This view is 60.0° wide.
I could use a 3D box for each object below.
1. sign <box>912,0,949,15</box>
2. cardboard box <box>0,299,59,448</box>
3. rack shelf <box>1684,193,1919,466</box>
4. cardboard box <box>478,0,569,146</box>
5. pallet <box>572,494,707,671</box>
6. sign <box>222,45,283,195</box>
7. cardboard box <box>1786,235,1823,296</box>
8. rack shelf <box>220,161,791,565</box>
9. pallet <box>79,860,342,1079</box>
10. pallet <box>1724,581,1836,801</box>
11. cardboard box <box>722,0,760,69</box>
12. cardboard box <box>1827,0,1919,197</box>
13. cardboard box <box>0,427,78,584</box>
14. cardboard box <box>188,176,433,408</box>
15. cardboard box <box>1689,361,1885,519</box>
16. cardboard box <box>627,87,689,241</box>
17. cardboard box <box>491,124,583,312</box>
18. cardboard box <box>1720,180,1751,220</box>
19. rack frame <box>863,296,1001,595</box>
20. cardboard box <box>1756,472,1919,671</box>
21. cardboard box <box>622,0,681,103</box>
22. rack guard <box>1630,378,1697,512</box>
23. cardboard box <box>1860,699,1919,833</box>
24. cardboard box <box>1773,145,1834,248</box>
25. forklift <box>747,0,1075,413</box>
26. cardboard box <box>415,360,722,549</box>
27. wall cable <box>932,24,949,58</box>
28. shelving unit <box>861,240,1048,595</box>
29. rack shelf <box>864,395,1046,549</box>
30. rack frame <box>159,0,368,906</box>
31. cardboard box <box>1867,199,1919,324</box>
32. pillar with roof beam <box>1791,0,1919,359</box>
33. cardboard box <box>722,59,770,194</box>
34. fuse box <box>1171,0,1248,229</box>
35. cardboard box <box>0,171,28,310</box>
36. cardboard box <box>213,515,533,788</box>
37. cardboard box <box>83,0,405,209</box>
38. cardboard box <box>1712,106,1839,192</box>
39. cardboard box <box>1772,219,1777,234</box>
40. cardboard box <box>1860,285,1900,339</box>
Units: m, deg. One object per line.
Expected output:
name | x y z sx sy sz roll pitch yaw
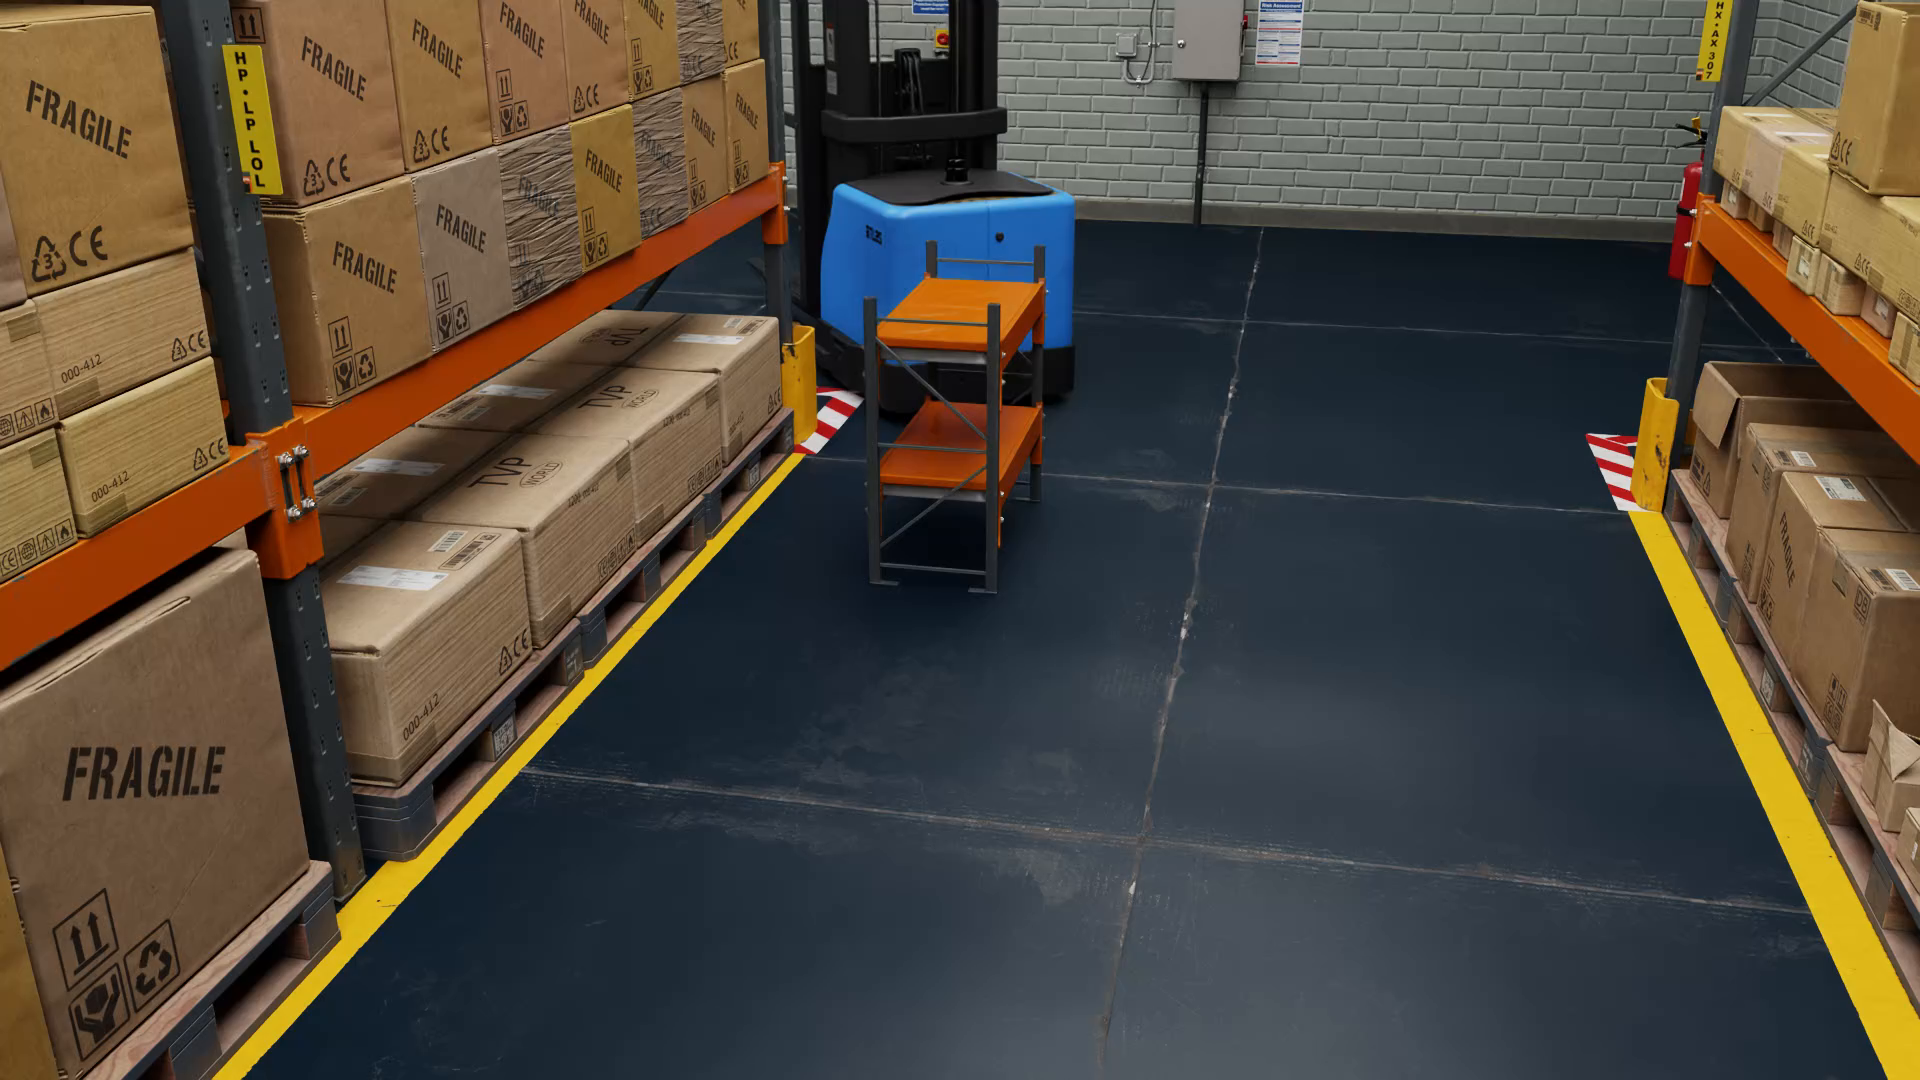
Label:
sign | -0.212 -4.155 12.794 0.327 0.218 0.001 4 22 11
cardboard box | -2.068 -0.276 3.055 0.500 0.250 0.500 5 22 12
rack shelf | 3.147 -0.498 5.037 1.077 0.370 4.000 4 22 11
cardboard box | -1.562 -1.513 5.124 0.500 0.500 0.500 5 22 12
pallet | -1.642 0.097 6.330 1.003 0.211 1.213 4 22 11
sign | -1.588 -0.939 3.727 0.100 0.325 0.005 4 22 11
cardboard box | 2.908 -0.880 5.359 0.380 0.149 0.250 4 22 9
rack shelf | -1.713 -0.875 5.973 1.077 0.370 4.000 4 22 11
pallet | -2.205 1.105 3.828 1.003 0.211 1.213 4 22 11
pallet | 3.127 0.495 5.342 1.003 0.211 1.213 4 22 11
cardboard box | -1.170 -2.255 6.966 0.500 0.500 0.500 5 23 13
cardboard box | 2.893 -1.285 4.828 0.500 0.500 0.500 5 22 12
cardboard box | -2.071 -0.038 3.133 0.500 0.250 0.500 4 22 10
cardboard box | -1.769 -0.675 4.380 0.500 0.500 0.500 5 23 13
cardboard box | 3.338 -0.383 6.569 0.797 0.503 0.637 4 22 9
cardboard box | -1.357 -1.418 6.226 0.500 0.500 0.500 5 22 12
cardboard box | -1.554 -1.040 5.287 0.500 0.500 0.500 5 22 11
cardboard box | 3.220 -1.347 6.519 0.380 0.149 0.250 4 22 11
rack frame | -0.102 -0.338 6.188 0.500 1.125 0.032 4 22 11
cardboard box | 2.919 0.114 5.340 0.500 0.500 0.500 5 22 12
cardboard box | -1.352 -1.881 6.038 0.500 0.500 0.500 4 22 11
rack guard | 3.540 -0.375 7.117 1.175 0.500 0.348 4 22 11
cardboard box | 2.638 0.617 4.404 0.396 0.266 0.258 5 23 13
cardboard box | 2.996 -1.116 5.411 0.500 0.250 0.500 4 22 10
forklift | -0.465 -2.503 9.146 1.130 2.935 3.031 -9 24 -22
cardboard box | -1.520 -0.362 6.604 0.875 0.438 0.875 5 22 12
wall cable | -0.177 -4.490 12.584 0.585 1.953 0.123 4 22 11
shelving unit | 0.001 -0.524 6.650 0.538 1.125 1.048 4 22 11
rack shelf | 0.001 -0.297 6.741 0.538 0.278 1.000 4 22 11
rack frame | -2.121 -0.477 4.022 1.000 3.000 0.127 4 22 11
cardboard box | 2.807 -0.739 4.475 0.500 0.250 0.500 4 22 11
pillar with roof beam | 0.773 -5.591 8.691 9.100 9.000 0.400 4 22 11
cardboard box | -1.144 -1.790 7.148 0.500 0.500 0.500 5 22 11
fuse box | 1.850 -3.193 12.490 0.539 1.711 0.414 4 22 11
cardboard box | -2.065 -0.615 2.892 0.500 0.500 0.500 5 22 12
cardboard box | -1.888 0.295 4.972 0.875 0.438 0.875 4 22 10
cardboard box | -1.787 -1.143 4.204 0.500 0.500 0.500 5 22 11
cardboard box | 3.199 -1.486 6.330 0.500 0.250 0.500 5 22 11
cardboard box | 3.193 -1.152 6.034 0.380 0.149 0.250 4 22 10
cardboard box | 2.889 -0.682 4.868 0.380 0.149 0.250 4 22 11
